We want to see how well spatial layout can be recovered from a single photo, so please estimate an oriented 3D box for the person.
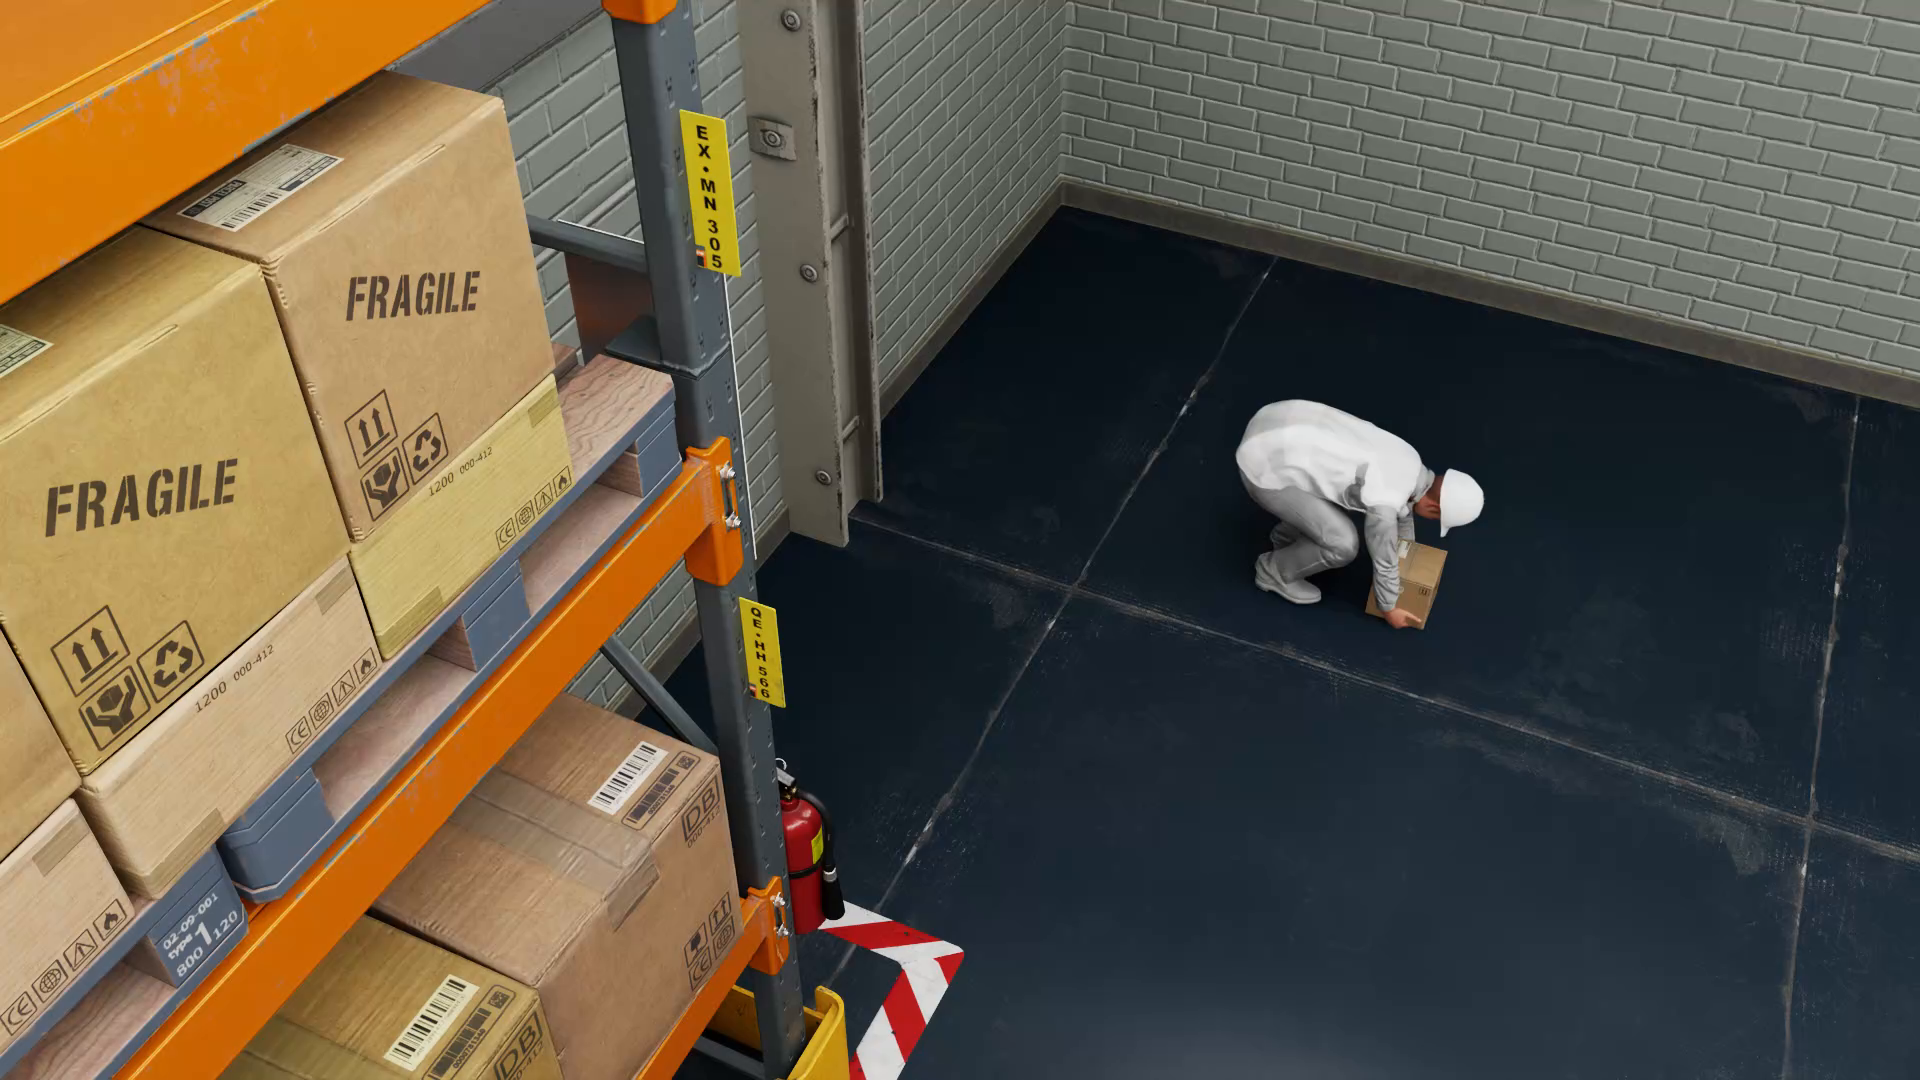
[{"bbox_3d":[1.658,-0.183,6.923,0.999,1.001,0.504,15,44,16],"label":"person"}]
